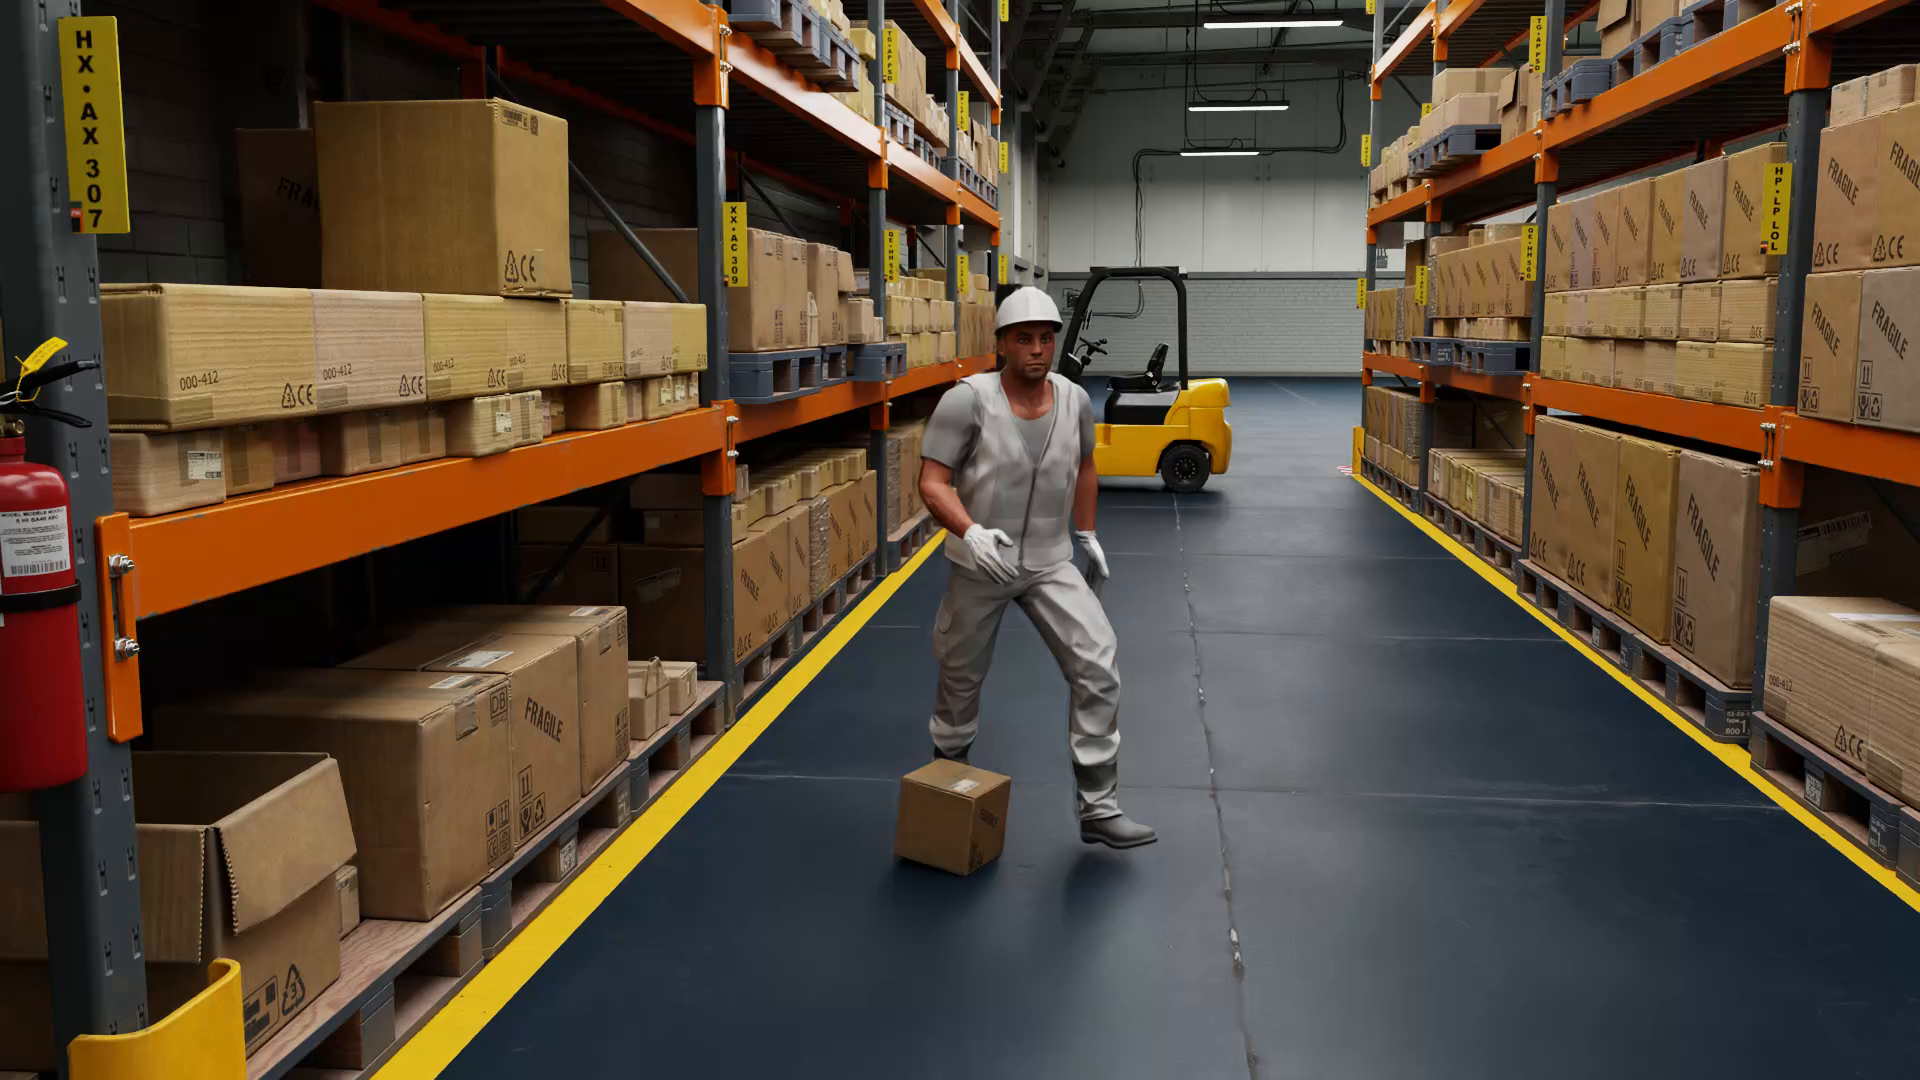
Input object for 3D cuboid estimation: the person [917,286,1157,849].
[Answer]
[{"bbox_3d":[0.180,0.082,5.177,0.679,1.718,0.819,-2,8,-14],"label":"person"}]
